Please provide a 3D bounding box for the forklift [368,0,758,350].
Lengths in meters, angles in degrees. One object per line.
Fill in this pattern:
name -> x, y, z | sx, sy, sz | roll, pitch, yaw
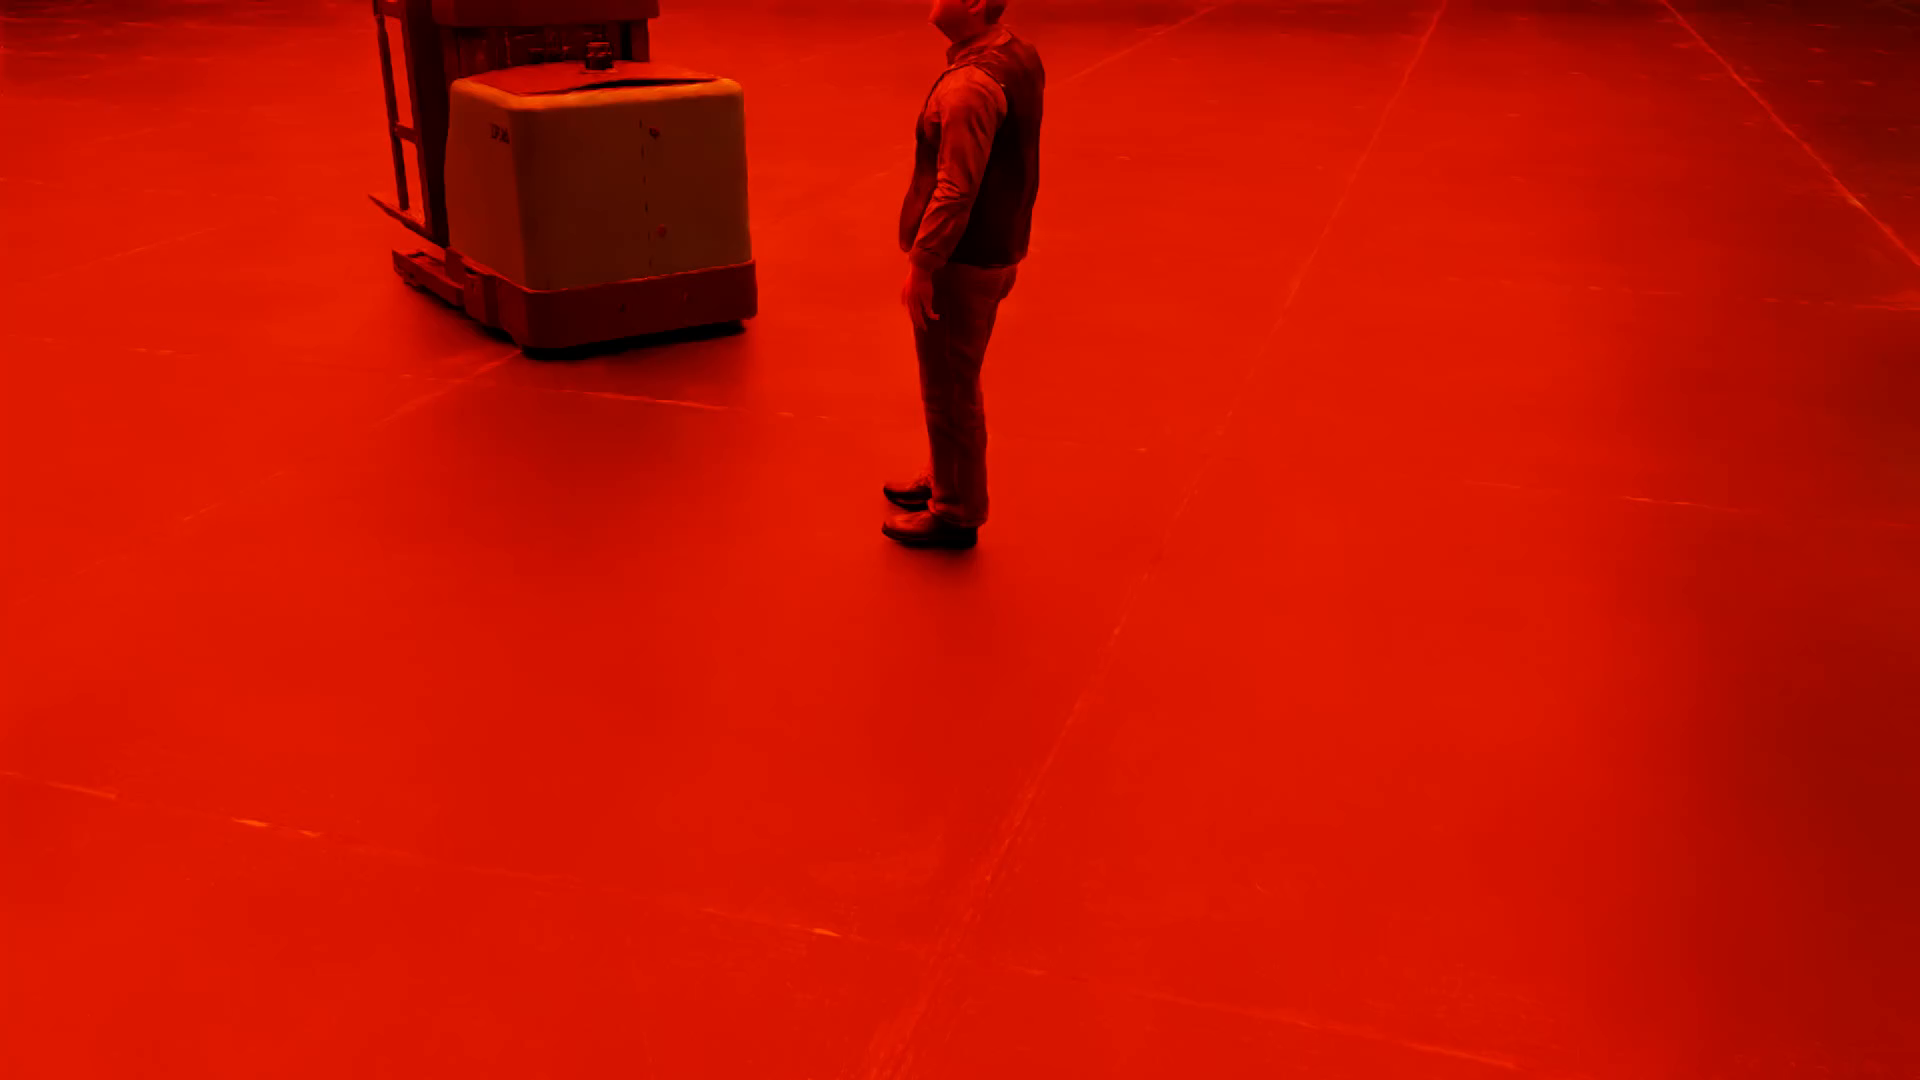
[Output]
forklift -> -2.135, -2.650, 7.698 | 1.130, 2.935, 3.031 | -14, 26, -31

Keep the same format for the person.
person -> -0.057, -0.812, 4.814 | 0.567, 1.720, 0.632 | 7, 23, 16
